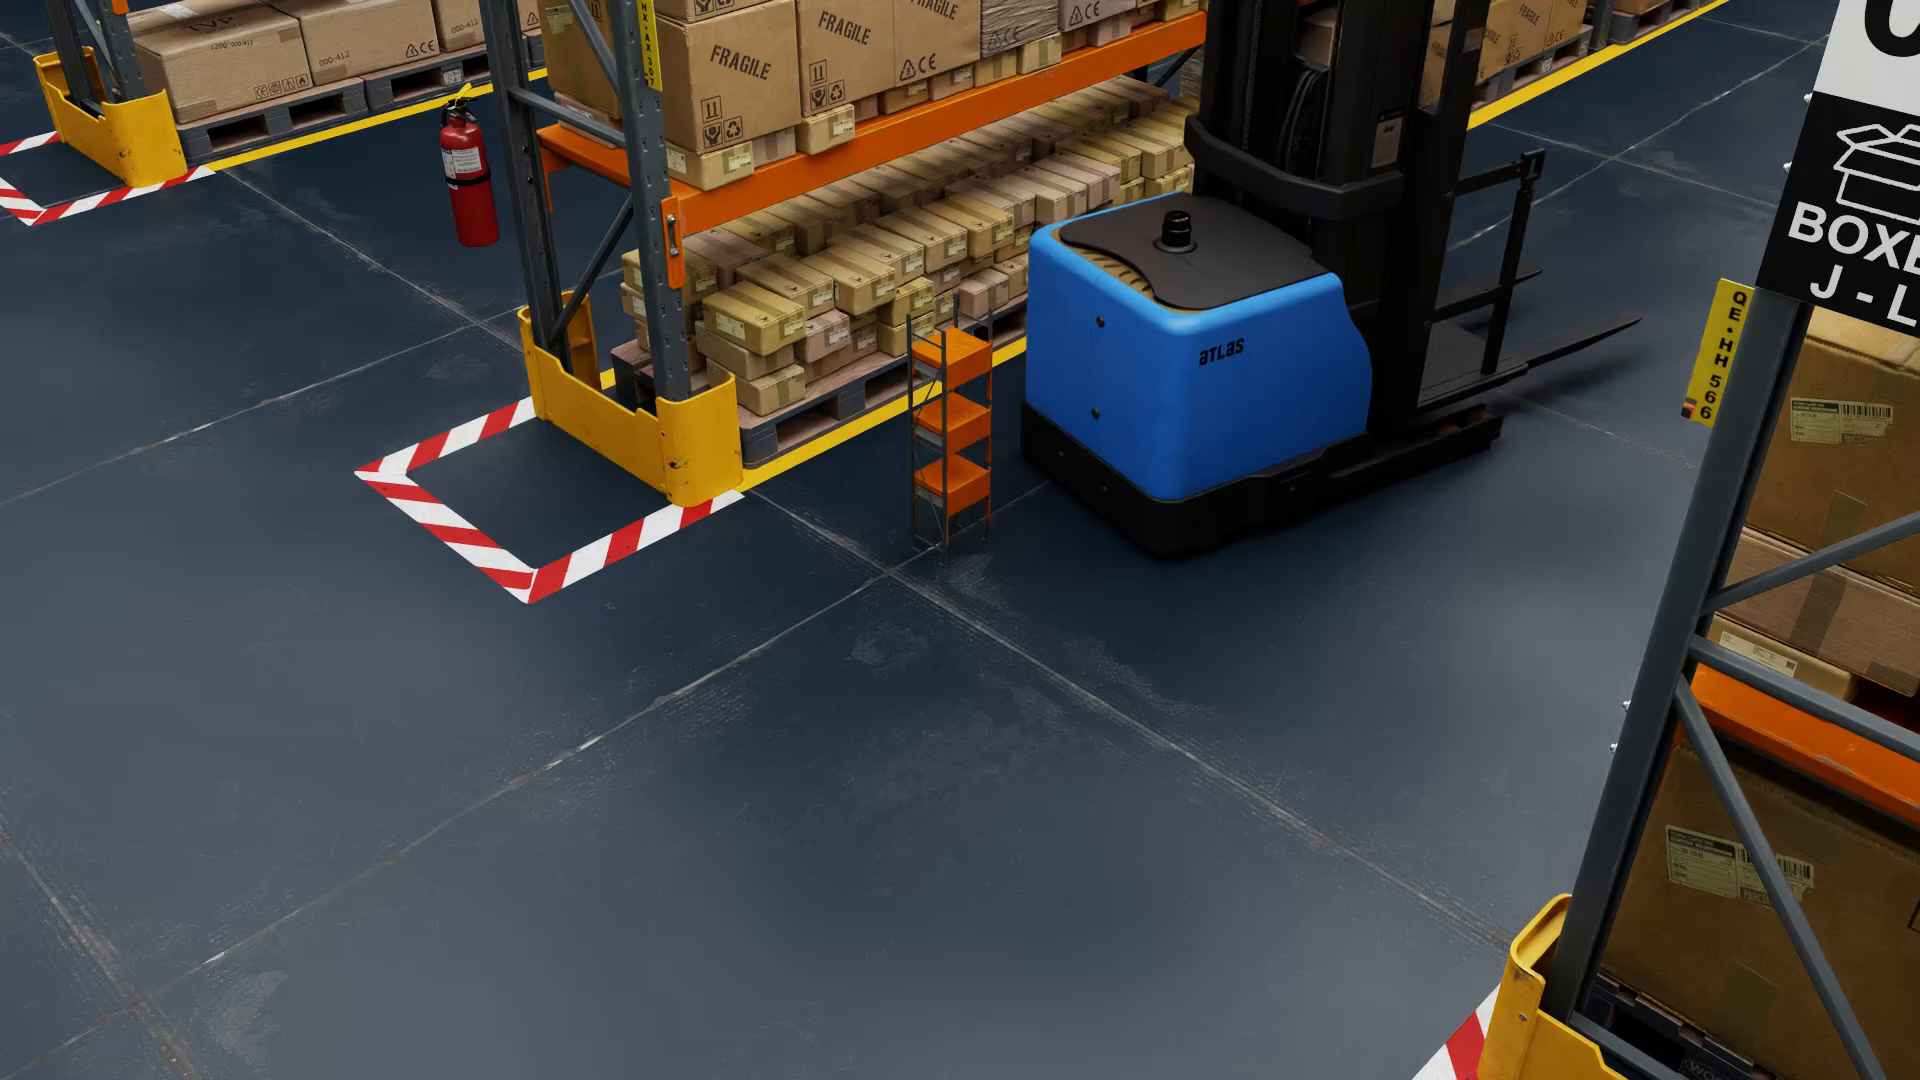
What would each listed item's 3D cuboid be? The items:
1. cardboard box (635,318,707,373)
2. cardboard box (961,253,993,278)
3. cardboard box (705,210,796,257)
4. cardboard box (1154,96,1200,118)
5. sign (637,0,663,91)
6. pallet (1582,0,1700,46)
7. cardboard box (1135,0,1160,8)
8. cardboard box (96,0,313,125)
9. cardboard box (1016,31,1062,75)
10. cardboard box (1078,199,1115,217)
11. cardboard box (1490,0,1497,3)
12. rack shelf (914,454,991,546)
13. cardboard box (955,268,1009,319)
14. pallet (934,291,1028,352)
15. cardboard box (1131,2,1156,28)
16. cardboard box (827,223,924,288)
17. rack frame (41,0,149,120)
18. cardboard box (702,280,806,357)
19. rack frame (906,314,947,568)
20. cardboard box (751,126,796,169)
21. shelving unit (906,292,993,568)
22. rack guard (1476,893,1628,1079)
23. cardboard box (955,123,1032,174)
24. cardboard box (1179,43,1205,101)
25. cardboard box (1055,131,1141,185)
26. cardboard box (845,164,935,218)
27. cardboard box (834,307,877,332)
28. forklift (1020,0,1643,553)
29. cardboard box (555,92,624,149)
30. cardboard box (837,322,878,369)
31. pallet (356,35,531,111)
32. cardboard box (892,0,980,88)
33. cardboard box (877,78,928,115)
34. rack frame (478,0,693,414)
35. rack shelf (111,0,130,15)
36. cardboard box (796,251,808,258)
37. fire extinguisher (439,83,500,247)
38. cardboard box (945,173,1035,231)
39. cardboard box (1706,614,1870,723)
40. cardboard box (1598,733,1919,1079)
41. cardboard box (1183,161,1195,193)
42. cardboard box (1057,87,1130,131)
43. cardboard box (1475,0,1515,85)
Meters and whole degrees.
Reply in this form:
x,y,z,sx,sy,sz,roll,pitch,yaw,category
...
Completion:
x,y,z,sx,sy,sz,roll,pitch,yaw,category
-1.265,-0.925,7.579,0.250,0.149,0.380,-29,44,-35,cardboard box
-0.055,-1.415,8.021,0.250,0.149,0.380,-27,43,-33,cardboard box
-0.985,-1.423,7.773,0.380,0.149,0.250,29,44,34,cardboard box
1.264,-2.245,8.952,0.250,0.149,0.380,-29,44,-34,cardboard box
-1.103,-1.760,5.895,0.100,0.325,0.005,30,45,35,sign
4.757,-4.017,12.326,1.003,0.211,1.213,30,45,35,pallet
0.823,-2.890,7.925,0.500,0.500,0.500,28,44,34,cardboard box
-4.678,-3.008,10.313,0.875,0.438,0.875,28,44,34,cardboard box
0.244,-2.271,7.603,0.250,0.149,0.380,-29,44,-35,cardboard box
0.564,-1.712,8.448,0.250,0.149,0.380,-29,44,-35,cardboard box
3.135,-3.533,10.357,0.500,0.250,0.500,-29,44,-35,cardboard box
-0.038,-0.172,6.584,0.215,0.259,0.240,30,45,35,rack shelf
0.012,-1.221,8.004,0.380,0.149,0.250,27,43,33,cardboard box
0.022,-1.319,8.457,1.003,0.211,1.213,30,45,35,pallet
0.730,-2.624,8.111,0.380,0.149,0.250,28,44,34,cardboard box
-0.385,-1.292,7.585,0.380,0.149,0.250,27,43,33,cardboard box
-5.072,-3.578,9.258,1.000,3.000,0.127,30,45,35,rack frame
-0.878,-0.947,7.090,0.380,0.149,0.250,27,43,33,cardboard box
-0.124,-0.359,6.348,0.200,1.050,0.008,30,45,35,rack frame
-0.877,-1.640,6.699,0.250,0.149,0.380,-28,44,-34,cardboard box
-0.038,-0.409,6.419,0.215,1.050,0.252,30,45,35,shelving unit
1.943,1.451,4.232,1.175,0.500,0.348,30,45,35,rack guard
0.156,-2.042,8.661,0.250,0.149,0.380,-29,44,-35,cardboard box
1.673,-2.797,9.956,0.500,0.500,0.500,29,44,35,cardboard box
0.704,-1.948,8.526,0.250,0.149,0.380,-28,44,-34,cardboard box
-0.343,-1.696,8.165,0.380,0.149,0.250,28,44,34,cardboard box
-0.594,-1.082,7.544,0.250,0.149,0.380,-29,44,-35,cardboard box
1.783,-1.782,6.743,3.031,2.935,1.130,-20,39,-26,forklift
-1.459,-1.767,6.881,0.380,0.149,0.250,30,45,35,cardboard box
-0.596,-0.953,7.620,0.250,0.149,0.380,-29,44,-35,cardboard box
-3.705,-3.283,11.273,1.003,0.211,1.213,30,45,35,pallet
-0.263,-2.279,7.048,0.500,0.500,0.500,-29,44,-35,cardboard box
-0.356,-1.989,7.199,0.380,0.149,0.250,29,44,35,cardboard box
-1.488,-1.624,6.456,1.000,3.000,0.127,30,45,35,rack frame
-3.663,-4.095,10.628,1.077,0.370,4.000,30,45,35,rack shelf
-0.692,-1.357,7.939,0.380,0.149,0.250,29,44,35,cardboard box
-1.993,-1.523,6.705,0.296,0.674,0.183,30,45,35,fire extinguisher
0.144,-1.629,8.069,0.380,0.149,0.250,30,45,35,cardboard box
1.978,0.242,4.001,0.250,0.149,0.380,-29,44,-35,cardboard box
2.354,0.823,4.438,0.875,0.875,0.875,30,45,35,cardboard box
1.152,-2.002,8.863,0.380,0.149,0.250,27,43,33,cardboard box
0.704,-2.350,9.103,0.250,0.149,0.380,-28,43,-34,cardboard box
3.141,-3.215,10.556,0.500,0.500,0.500,27,43,33,cardboard box
